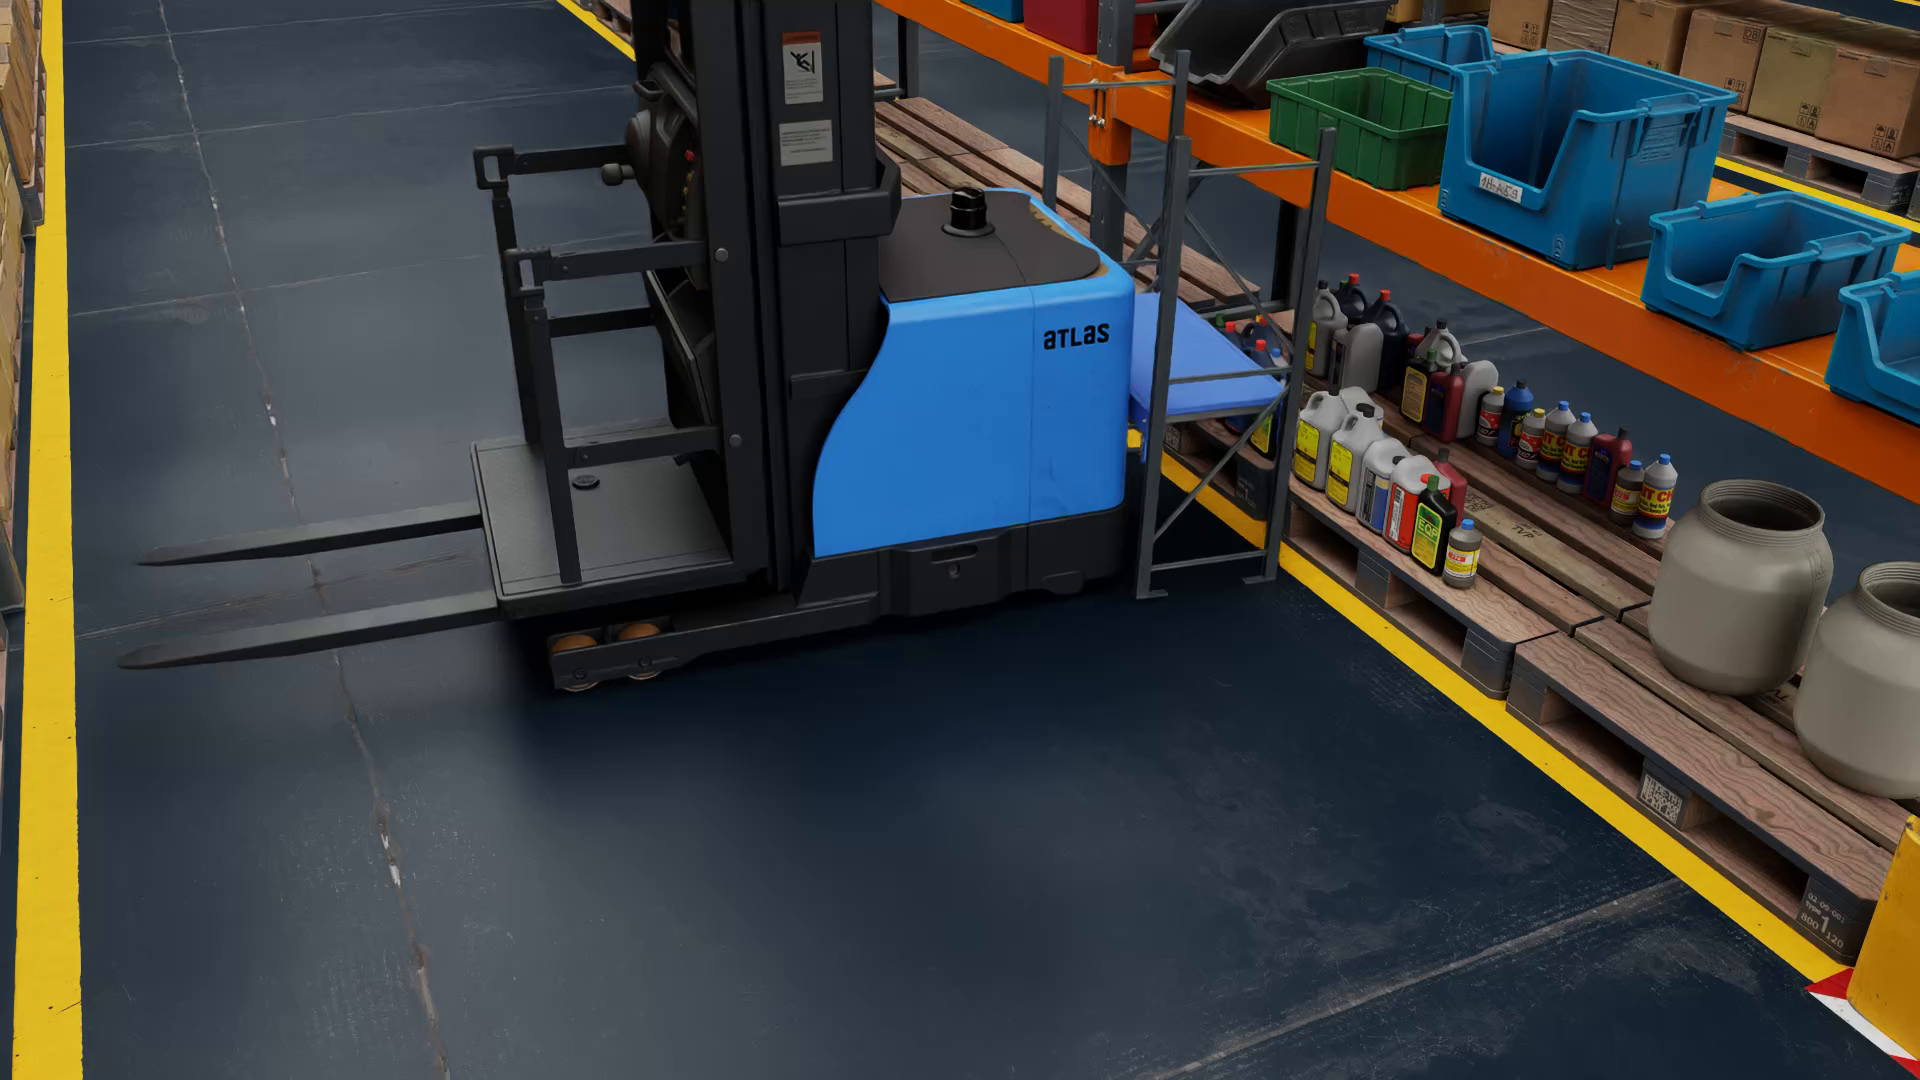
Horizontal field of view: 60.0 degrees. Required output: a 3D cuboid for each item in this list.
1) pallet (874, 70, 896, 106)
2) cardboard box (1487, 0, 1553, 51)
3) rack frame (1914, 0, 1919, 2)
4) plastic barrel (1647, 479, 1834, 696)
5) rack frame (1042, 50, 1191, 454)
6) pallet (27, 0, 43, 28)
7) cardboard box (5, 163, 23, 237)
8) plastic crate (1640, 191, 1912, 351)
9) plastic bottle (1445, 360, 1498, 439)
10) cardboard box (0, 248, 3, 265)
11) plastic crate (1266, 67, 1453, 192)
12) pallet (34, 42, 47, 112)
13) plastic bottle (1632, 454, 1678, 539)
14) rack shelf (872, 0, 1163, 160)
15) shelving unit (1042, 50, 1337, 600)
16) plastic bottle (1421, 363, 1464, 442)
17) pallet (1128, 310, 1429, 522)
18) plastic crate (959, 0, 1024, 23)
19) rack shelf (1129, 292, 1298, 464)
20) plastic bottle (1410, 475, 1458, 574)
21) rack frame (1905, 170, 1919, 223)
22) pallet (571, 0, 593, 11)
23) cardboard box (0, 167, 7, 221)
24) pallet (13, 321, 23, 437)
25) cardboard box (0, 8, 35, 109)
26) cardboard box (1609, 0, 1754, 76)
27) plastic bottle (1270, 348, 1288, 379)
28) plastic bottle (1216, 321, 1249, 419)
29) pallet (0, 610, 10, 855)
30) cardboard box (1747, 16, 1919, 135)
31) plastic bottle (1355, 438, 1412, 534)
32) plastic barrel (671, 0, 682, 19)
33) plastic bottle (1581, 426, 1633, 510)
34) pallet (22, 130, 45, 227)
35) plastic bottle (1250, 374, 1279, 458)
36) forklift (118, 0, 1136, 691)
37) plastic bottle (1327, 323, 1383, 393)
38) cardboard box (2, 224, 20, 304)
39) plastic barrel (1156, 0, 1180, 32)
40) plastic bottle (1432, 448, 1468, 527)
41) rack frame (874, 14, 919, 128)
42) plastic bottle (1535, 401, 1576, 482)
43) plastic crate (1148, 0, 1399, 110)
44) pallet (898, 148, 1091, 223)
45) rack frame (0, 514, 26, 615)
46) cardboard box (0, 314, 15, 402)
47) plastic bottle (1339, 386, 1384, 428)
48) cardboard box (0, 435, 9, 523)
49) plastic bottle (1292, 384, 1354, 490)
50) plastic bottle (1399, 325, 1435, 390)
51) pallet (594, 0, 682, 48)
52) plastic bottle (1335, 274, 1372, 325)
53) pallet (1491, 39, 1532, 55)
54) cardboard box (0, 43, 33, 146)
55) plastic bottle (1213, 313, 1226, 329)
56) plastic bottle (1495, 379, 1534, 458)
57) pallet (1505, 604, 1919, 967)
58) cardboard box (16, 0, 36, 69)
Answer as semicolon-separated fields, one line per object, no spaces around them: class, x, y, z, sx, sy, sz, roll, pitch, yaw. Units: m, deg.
pallet;-1.102;-2.934;10.766;1.003;0.211;1.213;-13;32;-22
cardboard box;4.053;-3.660;11.316;0.700;0.500;0.500;-15;33;-25
rack frame;8.270;-5.847;13.111;1.000;3.000;0.127;-13;32;-22
plastic barrel;2.141;0.129;4.567;0.421;0.512;0.421;0;29;0
rack frame;0.518;-0.974;5.937;0.500;1.500;0.032;-7;30;-16
pallet;-7.740;-4.166;12.963;1.003;0.211;1.213;-13;32;-22
cardboard box;-4.755;-1.575;7.873;0.500;0.250;0.500;-12;32;-21
plastic crate;1.949;-0.658;4.008;0.499;0.251;0.408;-13;32;-22
plastic bottle;1.815;-0.523;5.951;0.152;0.276;0.135;-12;32;-21
cardboard box;-4.098;-1.147;6.537;0.500;0.311;0.500;-12;32;-21
plastic crate;1.319;-1.292;5.204;0.450;0.188;0.662;-13;32;-22
pallet;-6.535;-2.971;10.833;1.003;0.211;1.213;-13;32;-22
plastic bottle;2.211;-0.145;5.281;0.097;0.271;0.097;0;29;0
rack shelf;0.132;-2.613;8.079;1.077;0.370;4.000;-13;32;-22
shelving unit;0.671;-0.737;5.514;0.538;1.500;1.048;-7;30;-16
plastic bottle;1.719;-0.504;5.909;0.061;0.283;0.133;-13;32;-22
pallet;1.242;-0.522;6.465;1.003;0.211;1.213;-13;32;-22
plastic crate;0.236;-2.458;7.084;0.392;0.384;0.575;-13;32;-22
rack shelf;0.666;-0.580;5.601;0.538;0.185;1.000;-7;30;-16
plastic bottle;1.457;-0.051;5.101;0.061;0.283;0.133;-12;32;-21
rack frame;5.464;-3.083;8.182;1.000;3.000;0.127;-13;32;-22
pallet;-2.794;-4.678;13.876;1.003;0.211;1.213;-13;32;-22
cardboard box;-4.525;-1.593;7.332;0.500;0.311;0.500;-14;32;-23
pallet;-4.363;-0.646;6.686;1.003;0.211;1.213;-13;32;-22
cardboard box;-5.808;-2.817;9.812;0.500;0.500;0.500;-14;32;-24
cardboard box;4.552;-3.169;10.440;0.700;0.500;0.500;-10;31;-18
plastic bottle;1.134;-0.563;6.027;0.097;0.271;0.097;0;29;0
plastic bottle;0.963;-0.636;6.076;0.144;0.351;0.185;-12;32;-21
pallet;-3.181;0.571;4.515;1.003;0.211;1.213;-13;32;-22
cardboard box;5.032;-2.675;9.560;0.700;0.500;0.500;-13;32;-22
plastic bottle;1.381;-0.178;5.335;0.152;0.276;0.135;-14;32;-23
plastic barrel;-1.921;-4.289;12.047;0.600;0.901;0.708;-13;32;-22
plastic bottle;2.131;-0.254;5.463;0.061;0.283;0.133;-13;32;-21
pallet;-5.488;-1.893;8.911;1.003;0.211;1.213;-13;32;-22
plastic bottle;1.077;-0.442;5.798;0.061;0.283;0.133;-12;31;-20
forklift;-1.031;-1.119;4.749;3.031;2.935;1.130;-9;31;-16
plastic bottle;1.487;-0.696;6.260;0.152;0.276;0.135;-13;32;-22
cardboard box;-4.318;-1.125;7.071;0.500;0.250;0.500;-12;32;-21
plastic barrel;1.099;-2.496;6.622;0.600;0.901;0.708;-13;32;-22
plastic bottle;1.536;-0.142;5.265;0.061;0.283;0.133;-13;32;-22
rack frame;-0.726;-3.810;9.478;1.000;3.000;0.127;-13;32;-22
plastic bottle;2.021;-0.340;5.630;0.097;0.271;0.097;0;29;0
plastic crate;1.101;-1.758;5.882;0.767;0.338;0.504;-13;32;-22
pallet;0.091;-1.706;8.576;1.003;0.211;1.213;-13;32;-22
rack frame;-3.484;-1.005;4.475;1.000;3.000;0.127;-13;32;-22
cardboard box;-3.877;-0.673;6.266;0.500;0.250;0.500;-14;32;-23
plastic bottle;1.349;-0.375;5.686;0.152;0.276;0.135;-13;32;-22
cardboard box;-3.434;-0.219;5.456;0.500;0.250;0.500;-14;32;-23
plastic bottle;1.226;-0.365;5.593;0.144;0.351;0.185;-13;32;-22
plastic bottle;1.718;-0.679;6.221;0.061;0.283;0.133;-11;31;-19
pallet;-2.150;-4.011;12.688;1.003;0.211;1.213;-13;32;-22
plastic bottle;1.528;-0.856;6.468;0.144;0.351;0.185;-14;32;-23
pallet;4.081;-3.289;11.399;1.003;0.211;1.213;-13;32;-22
cardboard box;-5.369;-2.365;9.006;0.500;0.500;0.500;-14;32;-24
plastic bottle;0.991;-0.703;6.265;0.061;0.283;0.133;-13;32;-22
plastic bottle;1.934;-0.430;5.789;0.097;0.271;0.097;0;29;0
pallet;2.289;0.556;4.542;1.003;0.211;1.213;-13;32;-22
cardboard box;-6.243;-3.263;10.607;0.500;0.500;0.500;-13;32;-22
